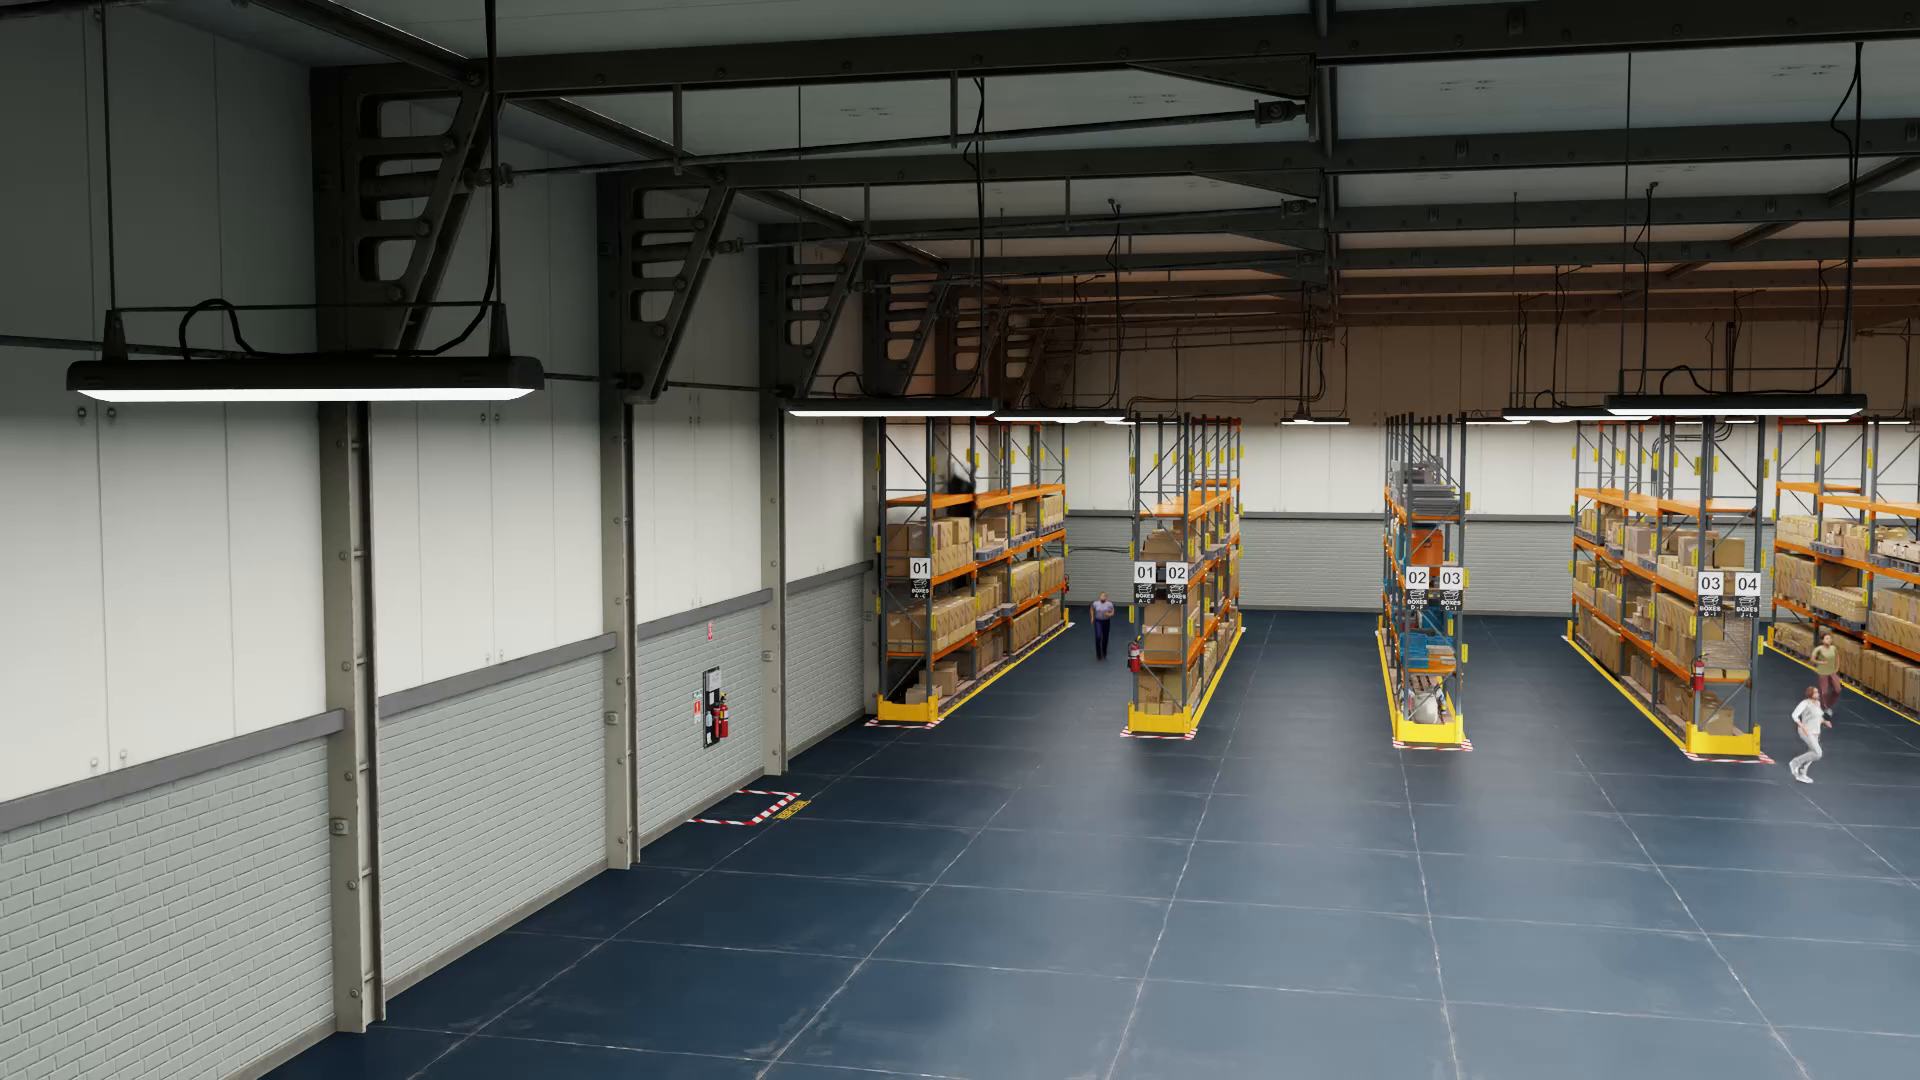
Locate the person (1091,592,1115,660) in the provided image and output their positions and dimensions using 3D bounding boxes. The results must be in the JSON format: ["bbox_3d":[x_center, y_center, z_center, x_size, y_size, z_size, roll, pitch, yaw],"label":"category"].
[{"bbox_3d":[3.534,2.126,41.186,0.570,1.702,0.808,0,4,1],"label":"person"}]

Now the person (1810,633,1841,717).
[{"bbox_3d":[17.126,2.661,32.869,0.637,1.654,0.593,0,4,1],"label":"person"}]

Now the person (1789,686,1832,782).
[{"bbox_3d":[13.732,3.132,26.809,0.517,1.567,0.549,-3,5,-35],"label":"person"}]
